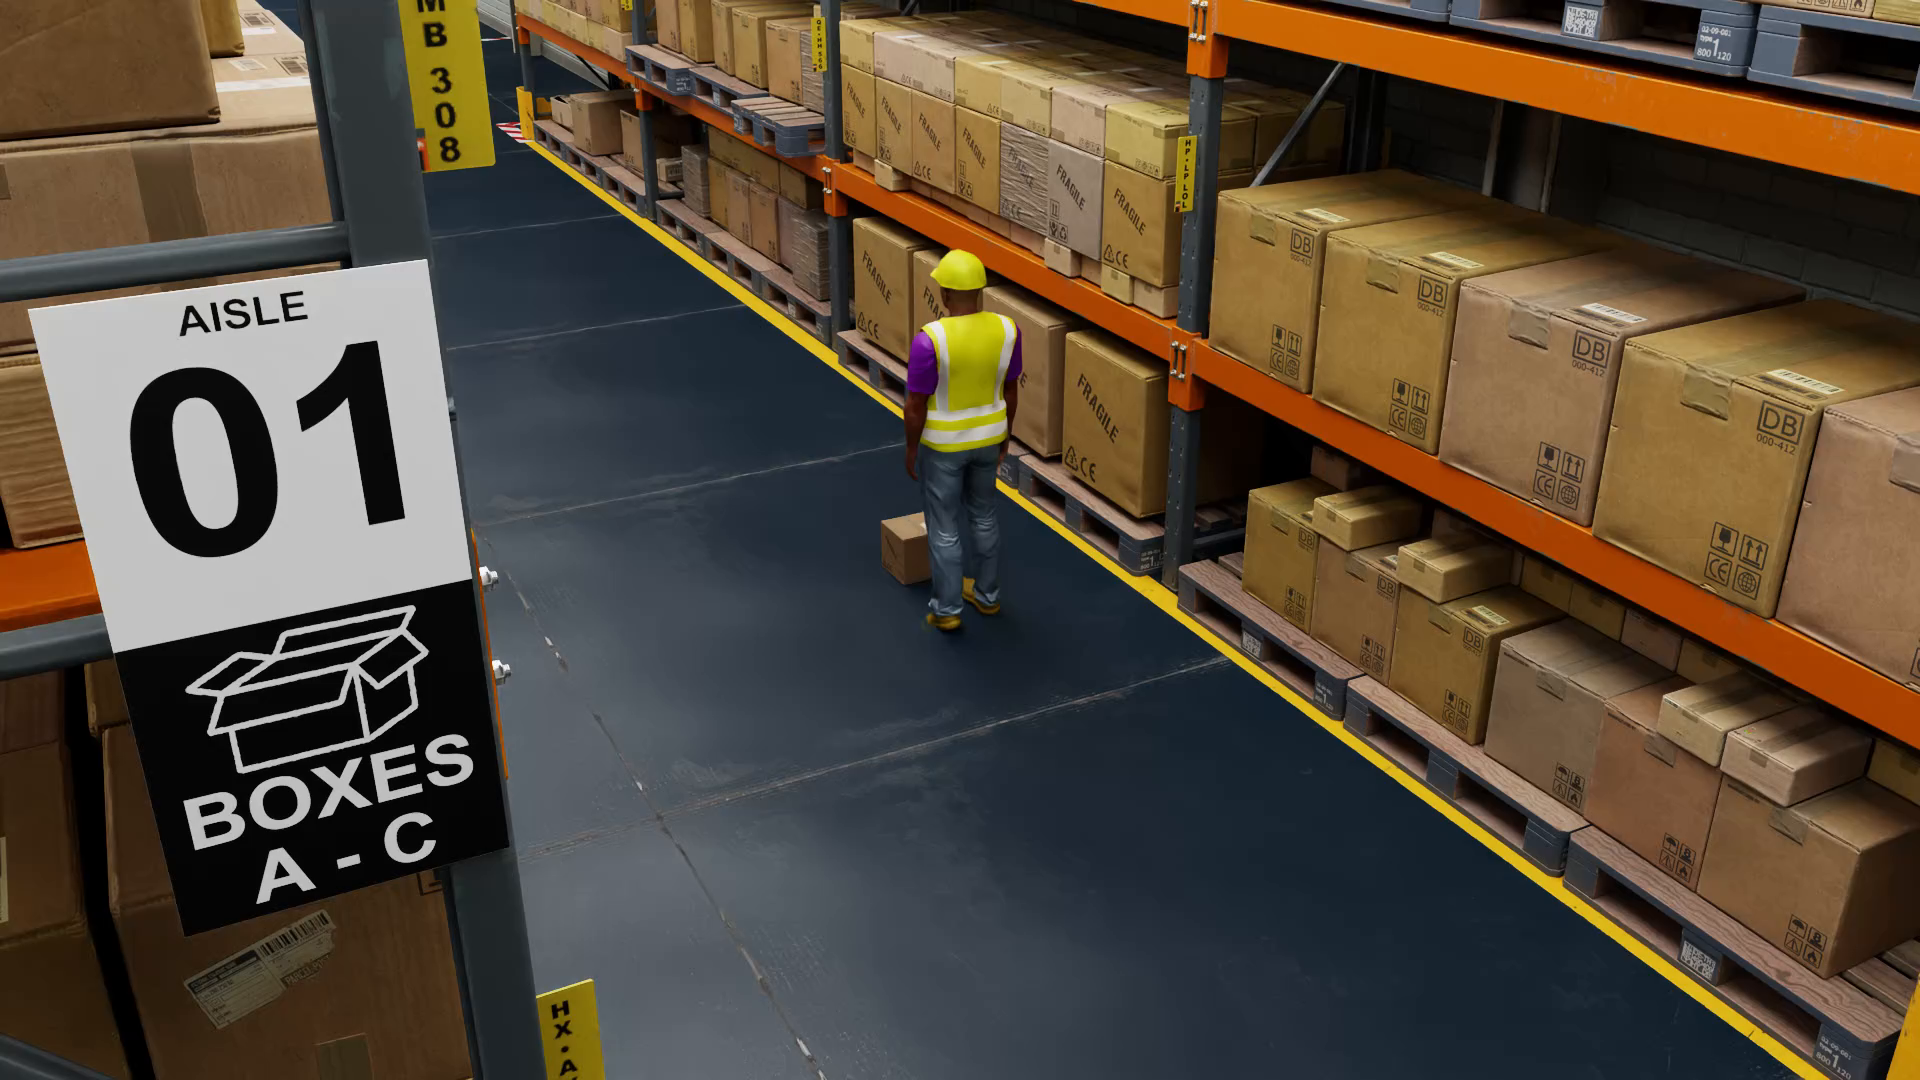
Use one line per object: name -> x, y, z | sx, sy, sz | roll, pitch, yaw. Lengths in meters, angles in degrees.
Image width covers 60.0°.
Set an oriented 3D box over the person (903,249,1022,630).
person -> -0.008, -0.435, 7.561 | 0.563, 1.811, 0.378 | -12, 28, -24
